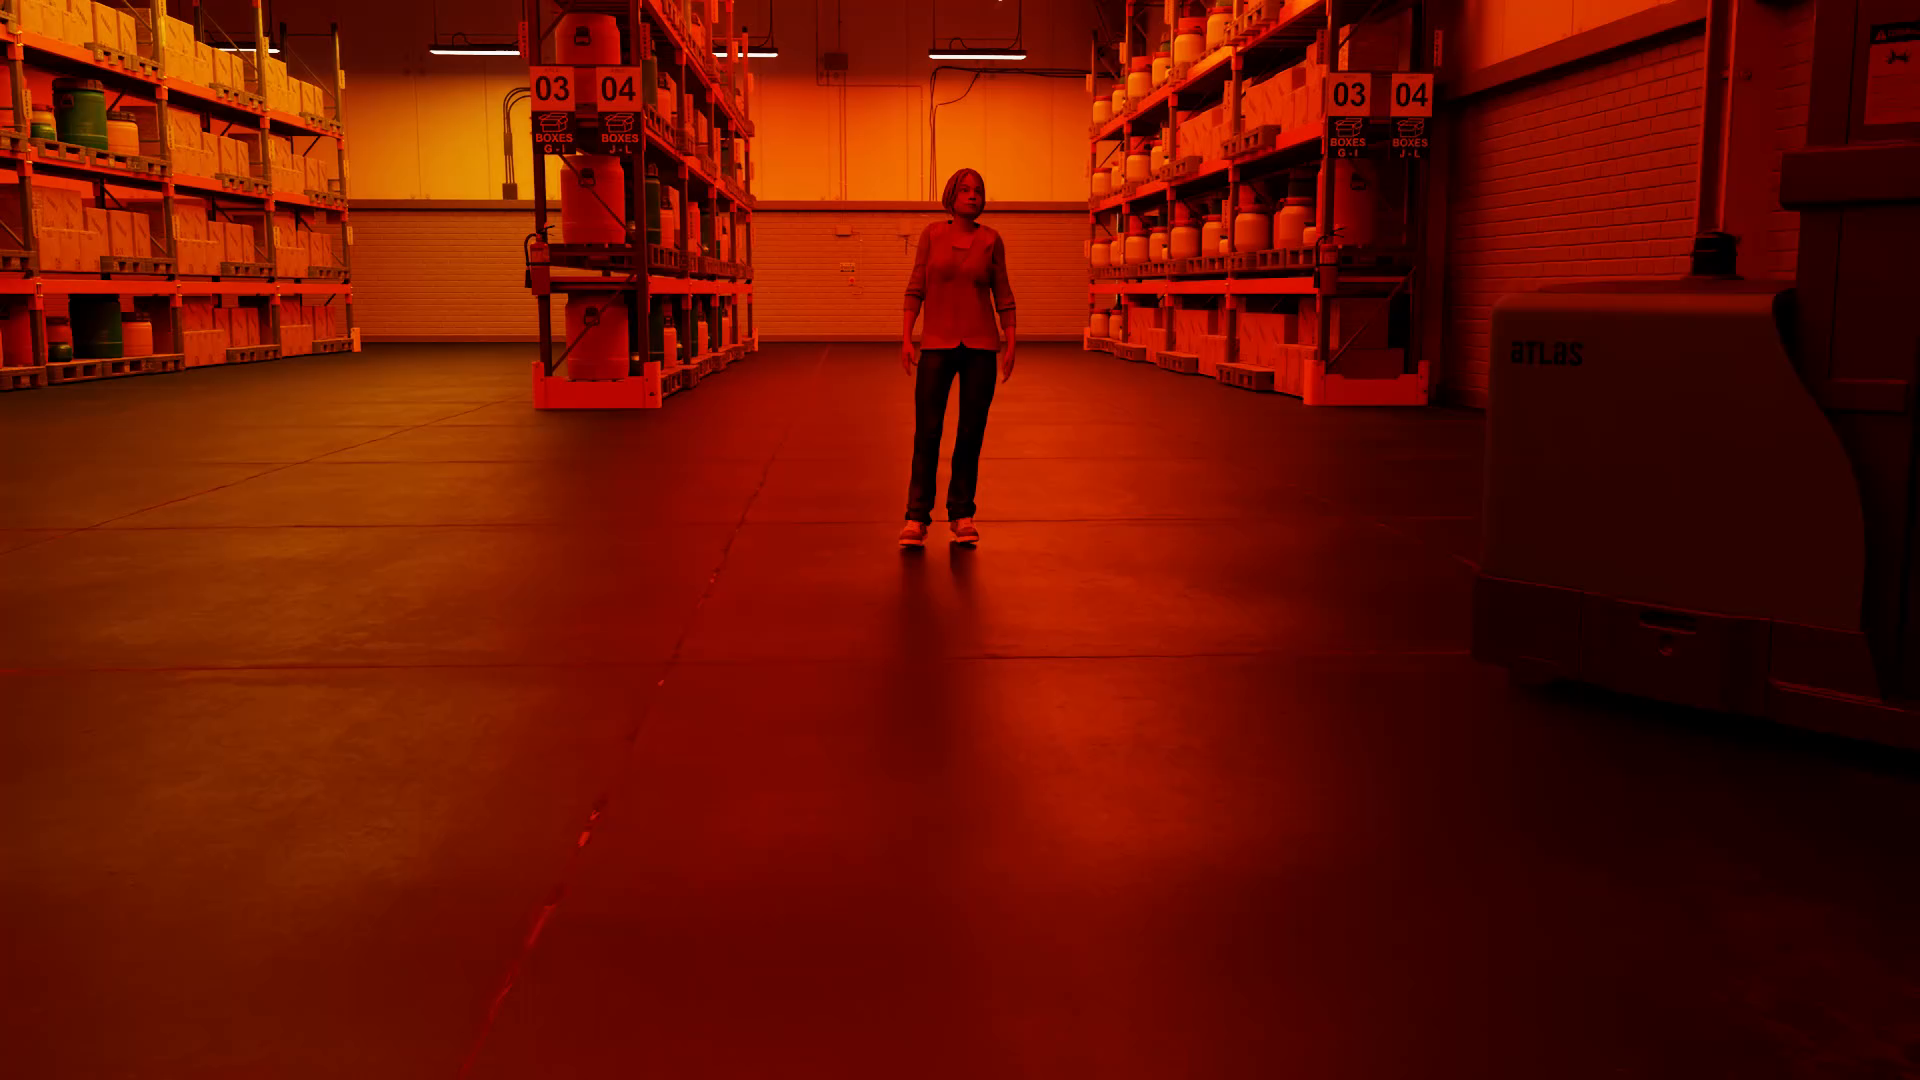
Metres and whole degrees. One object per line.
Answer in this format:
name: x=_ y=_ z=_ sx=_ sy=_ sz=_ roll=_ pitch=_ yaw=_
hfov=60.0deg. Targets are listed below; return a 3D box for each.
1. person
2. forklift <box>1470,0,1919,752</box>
person: x=-0.009 y=-0.784 z=7.117 sx=0.521 sy=1.595 sz=0.473 roll=-1 pitch=8 yaw=-4
forklift: x=2.729 y=-0.928 z=3.577 sx=1.130 sy=2.935 sz=3.031 roll=-7 pitch=11 yaw=-38
